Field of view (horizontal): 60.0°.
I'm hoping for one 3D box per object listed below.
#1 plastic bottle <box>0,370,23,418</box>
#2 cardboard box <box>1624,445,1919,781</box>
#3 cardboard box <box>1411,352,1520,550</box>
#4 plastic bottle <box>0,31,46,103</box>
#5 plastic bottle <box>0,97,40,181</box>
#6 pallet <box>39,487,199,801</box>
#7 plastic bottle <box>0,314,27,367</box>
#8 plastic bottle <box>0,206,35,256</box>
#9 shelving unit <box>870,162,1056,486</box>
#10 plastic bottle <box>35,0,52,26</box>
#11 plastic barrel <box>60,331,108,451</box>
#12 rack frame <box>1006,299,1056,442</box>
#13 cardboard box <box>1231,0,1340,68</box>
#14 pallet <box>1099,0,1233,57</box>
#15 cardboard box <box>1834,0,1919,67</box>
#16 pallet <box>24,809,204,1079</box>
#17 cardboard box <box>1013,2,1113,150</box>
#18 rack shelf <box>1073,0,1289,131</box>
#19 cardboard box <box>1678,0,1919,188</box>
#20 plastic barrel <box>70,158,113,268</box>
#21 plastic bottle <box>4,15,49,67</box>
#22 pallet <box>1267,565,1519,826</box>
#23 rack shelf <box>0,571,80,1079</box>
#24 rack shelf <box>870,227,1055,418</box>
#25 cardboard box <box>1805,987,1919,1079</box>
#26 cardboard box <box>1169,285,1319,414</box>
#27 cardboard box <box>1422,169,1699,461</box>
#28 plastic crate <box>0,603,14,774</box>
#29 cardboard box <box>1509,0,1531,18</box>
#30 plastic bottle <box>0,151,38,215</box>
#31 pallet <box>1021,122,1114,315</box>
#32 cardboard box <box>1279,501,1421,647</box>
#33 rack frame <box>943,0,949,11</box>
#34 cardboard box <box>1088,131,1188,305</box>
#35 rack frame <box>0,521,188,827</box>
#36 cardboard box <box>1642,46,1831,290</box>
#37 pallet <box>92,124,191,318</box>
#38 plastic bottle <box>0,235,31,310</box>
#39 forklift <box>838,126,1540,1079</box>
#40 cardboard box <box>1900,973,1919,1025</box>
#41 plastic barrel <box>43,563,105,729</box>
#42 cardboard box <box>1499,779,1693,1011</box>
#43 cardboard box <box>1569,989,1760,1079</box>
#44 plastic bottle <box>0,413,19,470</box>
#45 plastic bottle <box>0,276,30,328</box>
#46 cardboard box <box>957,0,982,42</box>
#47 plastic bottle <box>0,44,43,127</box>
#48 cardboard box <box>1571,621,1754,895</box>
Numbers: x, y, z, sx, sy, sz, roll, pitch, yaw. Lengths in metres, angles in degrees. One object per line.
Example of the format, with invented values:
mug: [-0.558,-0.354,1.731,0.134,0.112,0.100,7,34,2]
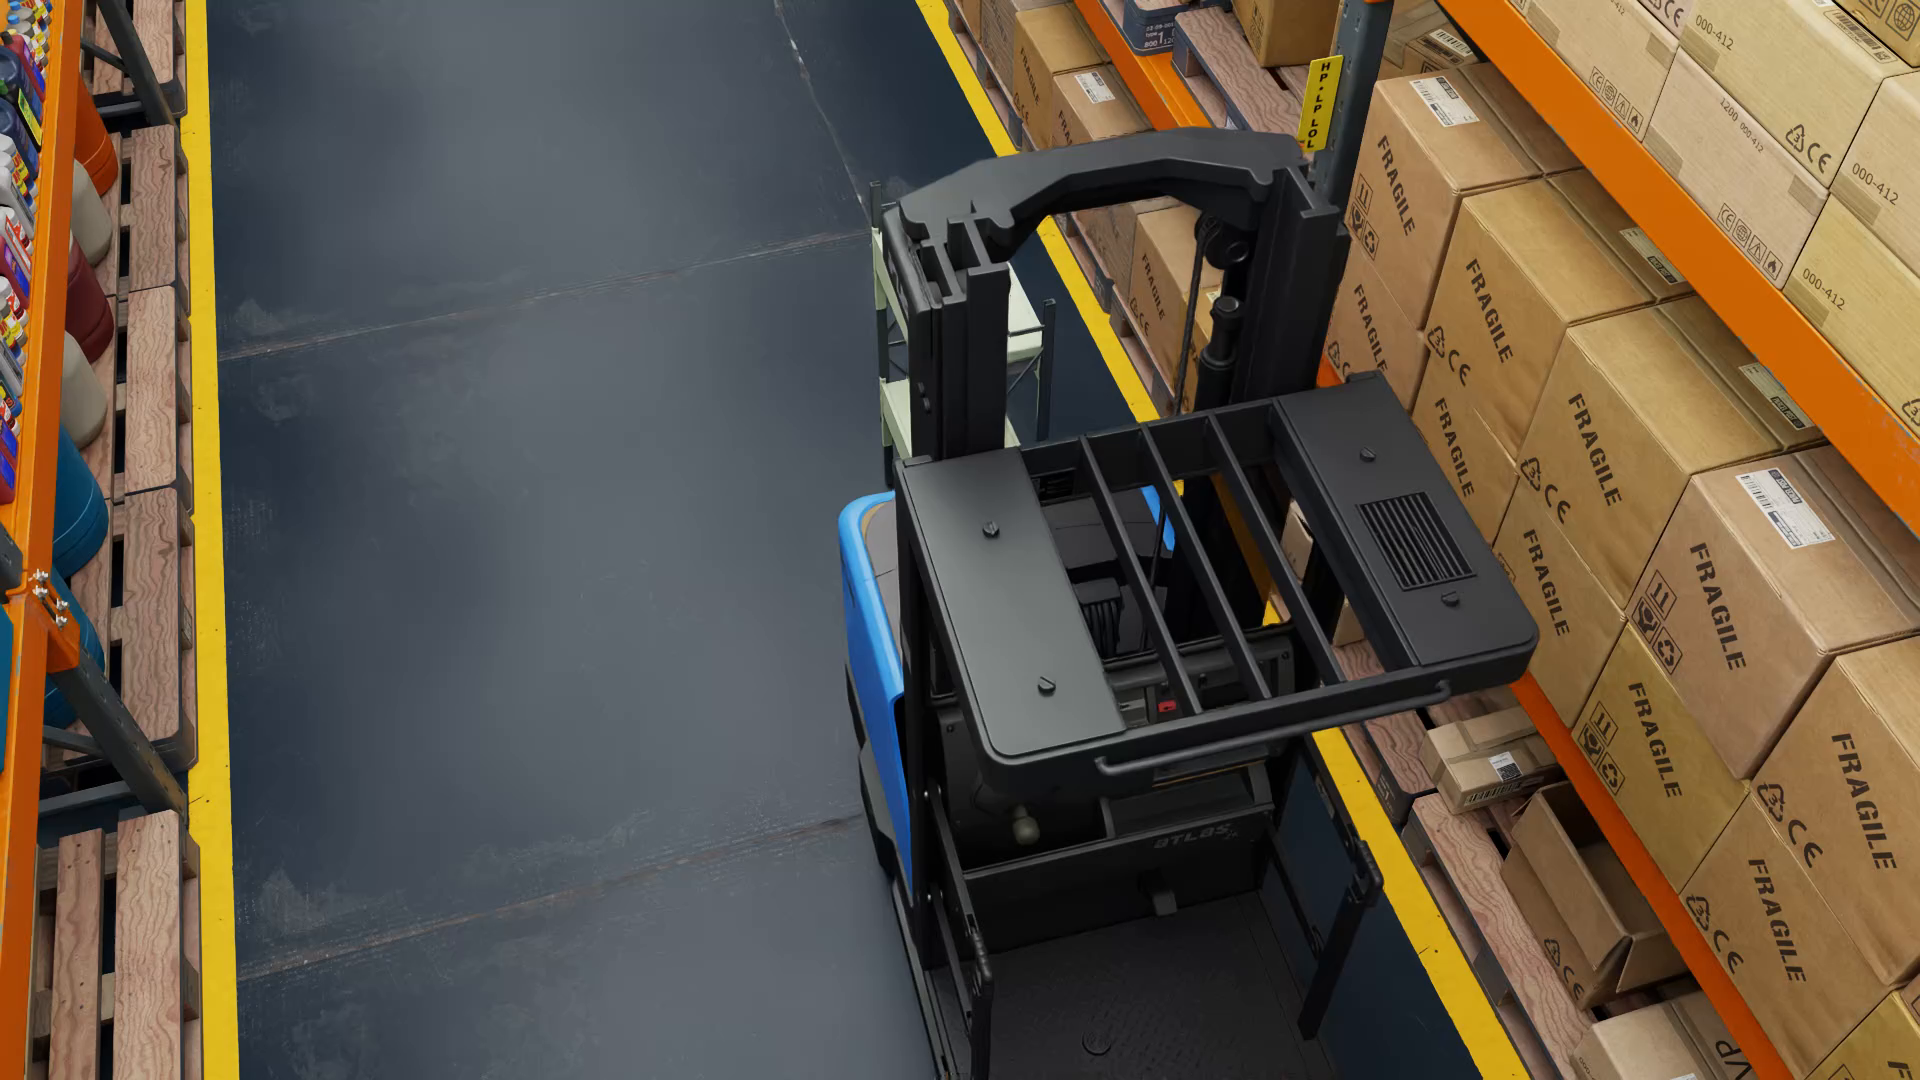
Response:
plastic bottle: [-2.969,-0.488,5.073,0.097,0.271,0.097,0,50,0]
cardboard box: [1.913,0.149,3.733,0.500,0.500,0.500,-12,51,-10]
cardboard box: [1.629,-0.259,4.730,0.500,0.500,0.500,-13,51,-10]
plastic bottle: [-3.466,-1.766,6.143,0.061,0.283,0.133,-13,51,-11]
plastic bottle: [-3.365,-1.430,5.816,0.144,0.351,0.185,-13,51,-11]
pallet: [-3.337,0.410,6.056,1.003,0.211,1.213,-13,51,-11]
plastic bottle: [-3.038,-0.657,5.216,0.097,0.271,0.097,0,50,0]
plastic bottle: [-3.203,-1.044,5.587,0.097,0.201,0.097,0,50,0]
shelving unit: [-0.002,-0.488,5.970,0.431,1.500,0.755,-13,51,-11]
plastic bottle: [-3.633,-2.104,6.482,0.097,0.201,0.097,0,50,0]
plastic barrel: [-3.584,-0.601,6.437,0.421,0.512,0.421,0,50,0]
rack frame: [0.106,-0.221,5.745,0.400,1.500,0.023,-13,51,-11]
cardboard box: [1.394,-2.086,5.996,0.700,0.500,0.500,-6,50,-5]
pallet: [0.981,-2.474,6.789,1.003,0.211,1.213,-13,51,-11]
cardboard box: [1.931,-1.247,2.948,0.700,0.500,0.500,-13,51,-11]
pallet: [-2.894,1.511,5.128,1.003,0.211,1.213,-13,51,-11]
cardboard box: [0.567,-2.145,7.734,0.500,0.500,0.500,-14,51,-11]
rack shelf: [0.993,-2.262,6.956,1.077,0.370,4.000,-13,51,-11]
cardboard box: [1.777,-0.969,3.204,0.500,0.250,0.500,-13,51,-11]
plastic barrel: [-3.918,-1.426,7.132,0.421,0.512,0.421,0,50,0]
plastic bottle: [-3.547,-1.891,6.302,0.097,0.201,0.097,0,50,0]
pallet: [1.787,0.367,6.092,1.003,0.211,1.213,-13,51,-11]
rack shelf: [-2.557,1.776,3.551,1.077,0.370,4.000,-13,51,-11]
rack shelf: [-0.002,-0.740,5.672,0.431,0.370,0.720,-13,51,-11]
cardboard box: [2.218,1.212,3.491,0.500,0.500,0.500,-13,51,-11]
cardboard box: [1.165,-0.665,6.486,0.500,0.500,0.500,-14,51,-11]
cardboard box: [1.608,-0.604,4.367,0.500,0.500,0.500,-15,51,-12]
plastic crate: [-2.685,0.333,4.268,0.392,0.384,0.575,-13,51,-11]
cardboard box: [1.492,-1.541,4.013,0.500,0.250,0.500,-13,51,-11]
plastic bottle: [-3.272,-1.236,5.704,0.097,0.271,0.097,0,50,0]
pallet: [0.943,-1.613,7.761,1.003,0.211,1.213,-13,51,-11]
cardboard box: [1.502,0.047,6.009,0.500,0.311,0.500,-13,51,-11]
rack frame: [0.401,-3.955,7.912,1.000,3.000,0.127,-13,51,-11]
cardboard box: [0.879,-1.394,7.101,0.500,0.500,0.500,-13,51,-11]
rack frame: [-3.149,0.084,4.507,1.000,3.000,0.127,-13,51,-11]
cardboard box: [1.782,-0.809,3.396,0.500,0.250,0.500,-13,51,-11]
pallet: [-4.059,-1.373,7.559,1.003,0.211,1.213,-13,51,-11]
plastic bottle: [-3.112,-0.892,5.406,0.061,0.283,0.133,-13,51,-11]
forklift: [0.465,0.622,4.099,1.130,2.935,3.031,-11,51,-9]
cardboard box: [2.223,0.902,3.098,0.500,0.500,0.500,-12,51,-10]
plastic barrel: [-3.293,0.224,5.487,0.600,0.901,0.708,-13,51,-11]
cardboard box: [2.145,1.000,5.079,0.797,0.503,0.637,-13,51,-11]
cardboard box: [2.119,1.590,4.748,0.500,0.250,0.500,-13,51,-11]
plastic bottle: [-2.889,-0.340,4.941,0.061,0.283,0.133,-13,51,-11]
plastic bottle: [-3.095,-0.777,5.363,0.097,0.201,0.097,0,50,0]
cardboard box: [0.263,-2.894,8.365,0.500,0.500,0.500,-11,51,-9]
plastic bottle: [-3.459,-1.662,6.011,0.144,0.351,0.185,-13,51,-11]
cardboard box: [1.927,0.478,4.109,0.500,0.500,0.500,-14,51,-11]
